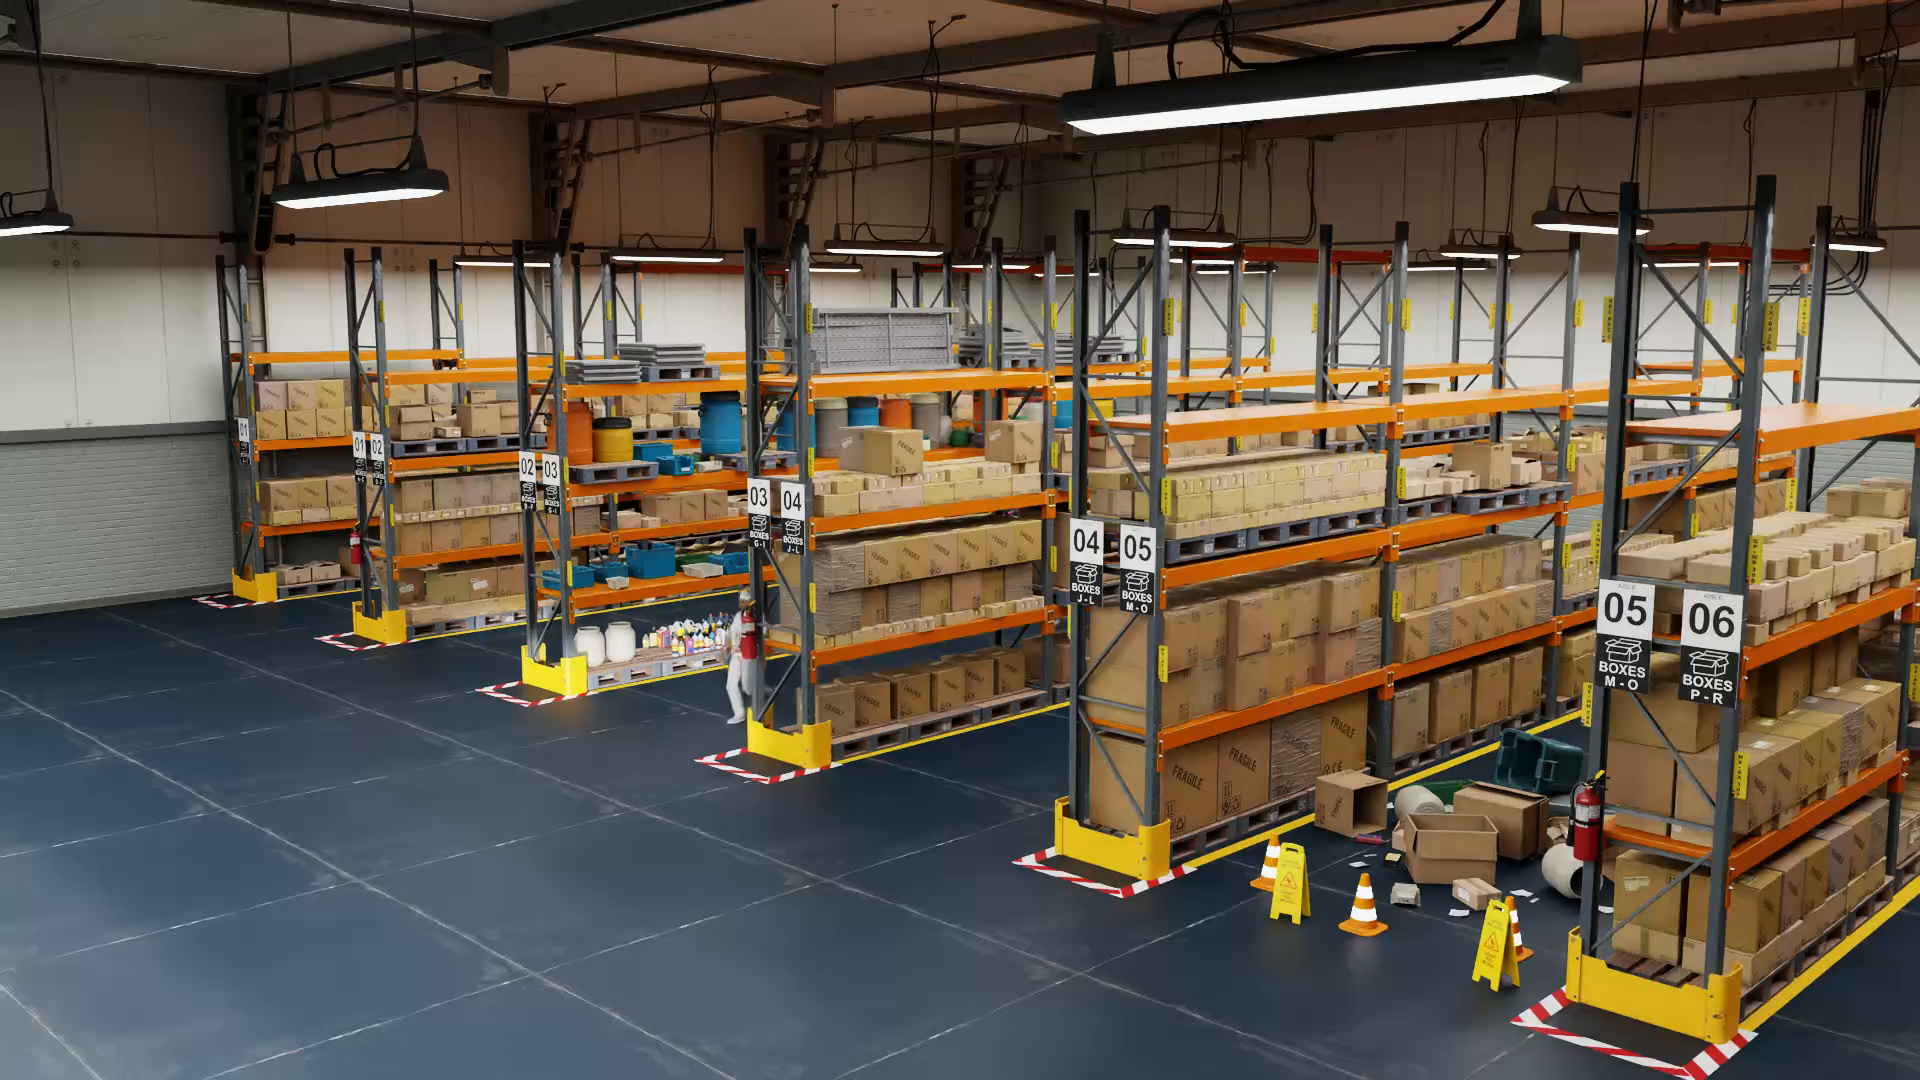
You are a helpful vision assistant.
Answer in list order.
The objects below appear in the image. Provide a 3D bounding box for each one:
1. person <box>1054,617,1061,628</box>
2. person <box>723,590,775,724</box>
[{"bbox_3d":[1.467,0.440,25.654,0.590,1.789,0.705,6,10,38],"label":"person"},{"bbox_3d":[-2.638,1.428,20.659,0.581,1.655,0.701,7,11,40],"label":"person"}]
